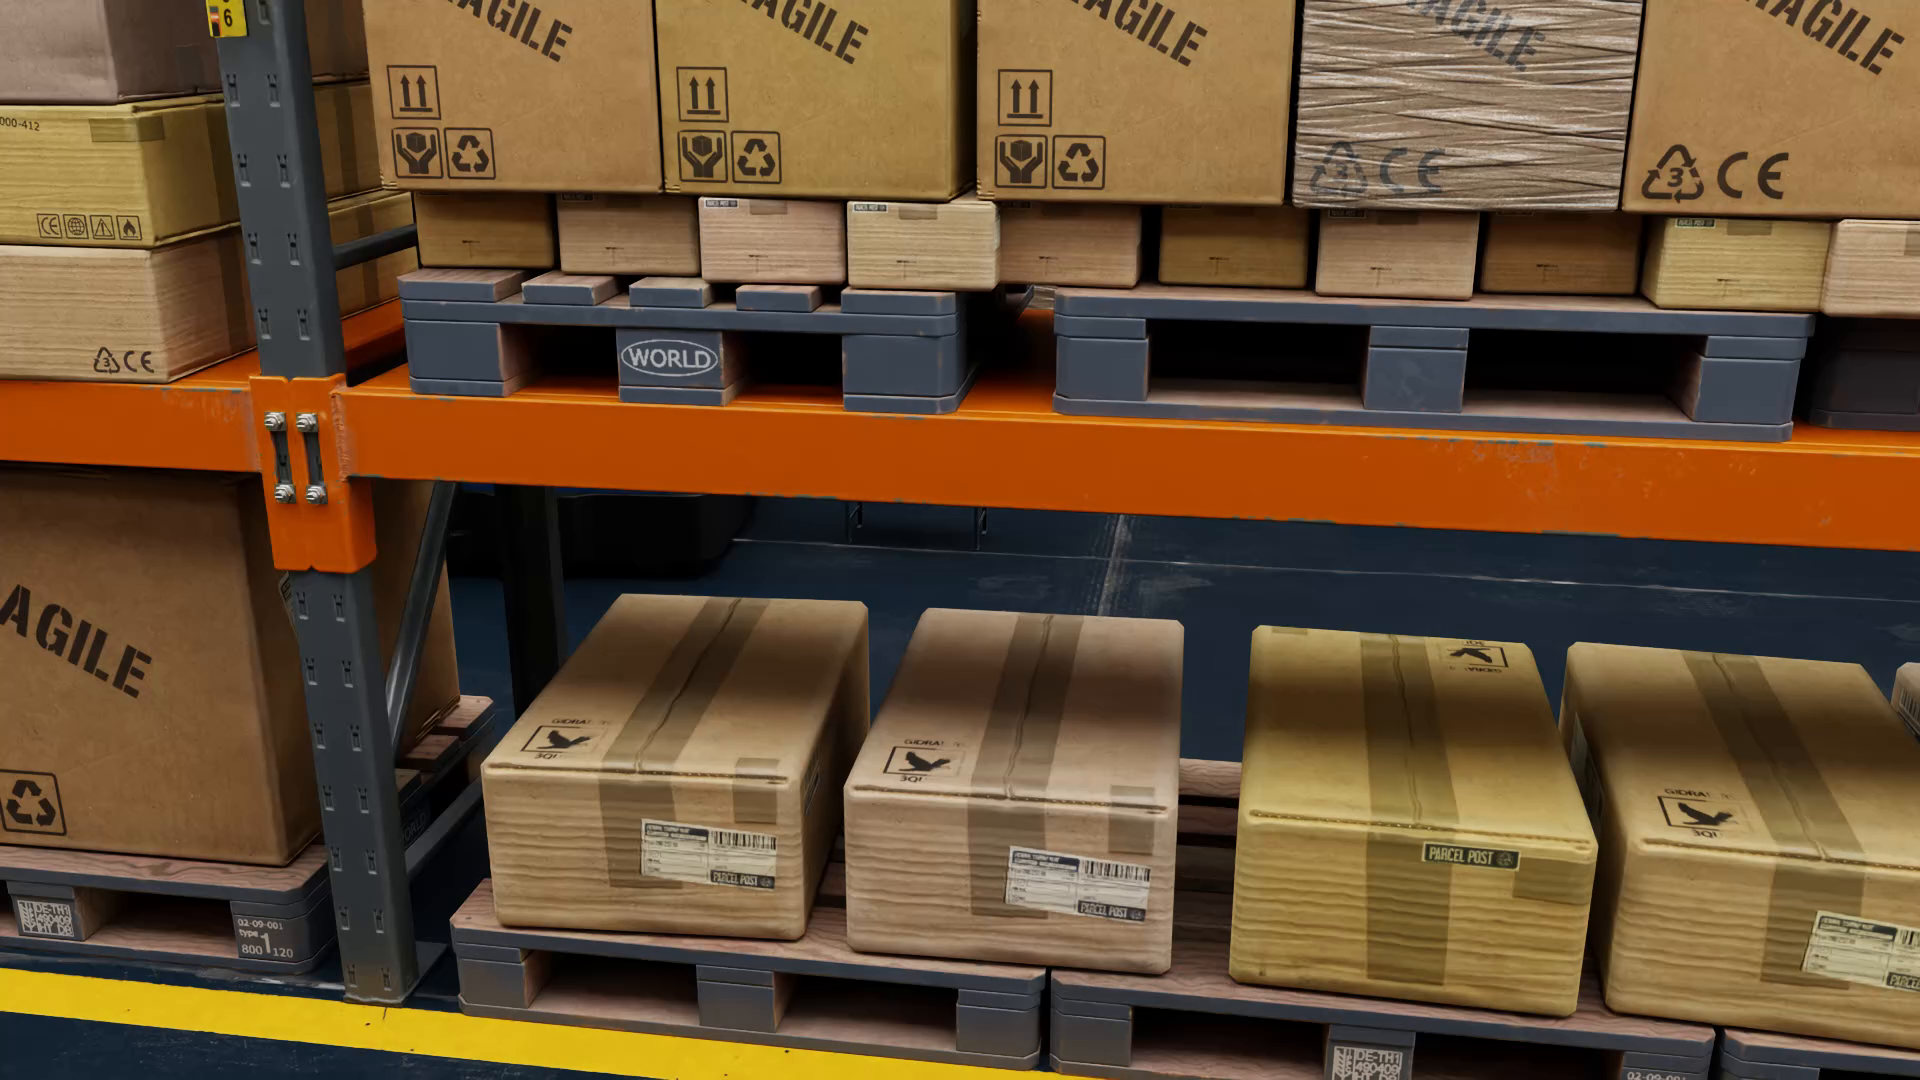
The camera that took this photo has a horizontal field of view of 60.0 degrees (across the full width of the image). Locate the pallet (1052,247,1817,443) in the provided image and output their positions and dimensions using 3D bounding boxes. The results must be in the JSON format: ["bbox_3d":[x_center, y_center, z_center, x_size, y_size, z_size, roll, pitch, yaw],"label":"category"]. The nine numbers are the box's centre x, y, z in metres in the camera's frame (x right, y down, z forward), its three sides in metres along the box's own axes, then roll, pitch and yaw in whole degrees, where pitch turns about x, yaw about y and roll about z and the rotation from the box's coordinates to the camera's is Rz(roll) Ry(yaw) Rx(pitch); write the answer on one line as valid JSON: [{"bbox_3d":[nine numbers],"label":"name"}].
[{"bbox_3d":[0.829,-0.440,3.193,1.213,0.211,1.003,3,19,9],"label":"pallet"}]

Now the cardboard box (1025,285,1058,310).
[{"bbox_3d":[0.265,-1.210,8.274,0.625,0.625,0.875,4,19,10],"label":"cardboard box"}]

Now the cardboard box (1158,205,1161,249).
[{"bbox_3d":[0.510,-0.689,3.368,0.250,0.149,0.380,3,19,9],"label":"cardboard box"}]

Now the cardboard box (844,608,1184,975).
[{"bbox_3d":[0.154,0.495,3.575,0.625,0.372,0.950,3,19,8],"label":"cardboard box"}]

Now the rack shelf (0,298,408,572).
[{"bbox_3d":[-3.107,-0.377,3.837,4.000,0.370,1.077,3,19,9],"label":"rack shelf"}]

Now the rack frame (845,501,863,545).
[{"bbox_3d":[-0.404,-0.590,6.174,0.015,1.200,0.240,3,19,9],"label":"rack frame"}]

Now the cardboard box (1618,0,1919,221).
[{"bbox_3d":[1.326,-0.808,2.702,0.500,0.500,0.500,4,19,11],"label":"cardboard box"}]

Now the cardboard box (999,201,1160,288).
[{"bbox_3d":[0.215,-0.562,2.990,0.250,0.149,0.380,4,19,12],"label":"cardboard box"}]

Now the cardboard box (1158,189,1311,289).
[{"bbox_3d":[0.500,-0.560,2.984,0.250,0.149,0.380,4,19,11],"label":"cardboard box"}]

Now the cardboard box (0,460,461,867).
[{"bbox_3d":[-1.801,0.130,3.874,0.875,0.875,0.875,3,19,8],"label":"cardboard box"}]

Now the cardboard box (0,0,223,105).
[{"bbox_3d":[-1.684,-1.083,3.080,0.500,0.500,0.500,2,19,7],"label":"cardboard box"}]

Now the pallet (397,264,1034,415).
[{"bbox_3d":[-0.412,-0.524,3.445,1.003,0.211,1.213,3,19,9],"label":"pallet"}]

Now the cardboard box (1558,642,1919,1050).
[{"bbox_3d":[1.589,0.570,3.352,0.625,0.372,0.950,4,19,12],"label":"cardboard box"}]

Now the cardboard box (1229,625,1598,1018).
[{"bbox_3d":[0.902,0.535,3.455,0.625,0.372,0.950,4,19,10],"label":"cardboard box"}]

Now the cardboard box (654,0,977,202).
[{"bbox_3d":[-0.209,-0.886,2.936,0.500,0.500,0.500,4,19,11],"label":"cardboard box"}]

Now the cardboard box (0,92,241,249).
[{"bbox_3d":[-1.651,-0.728,3.201,0.500,0.250,0.500,3,19,8],"label":"cardboard box"}]

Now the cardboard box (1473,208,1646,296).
[{"bbox_3d":[1.017,-0.537,2.915,0.250,0.149,0.380,2,19,7],"label":"cardboard box"}]

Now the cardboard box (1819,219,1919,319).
[{"bbox_3d":[1.496,-0.468,2.709,0.250,0.149,0.380,3,19,9],"label":"cardboard box"}]

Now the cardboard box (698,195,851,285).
[{"bbox_3d":[-0.304,-0.570,3.014,0.250,0.149,0.380,2,19,5],"label":"cardboard box"}]

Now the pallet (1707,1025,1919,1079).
[{"bbox_3d":[2.048,0.867,3.379,1.213,0.211,1.003,3,19,9],"label":"pallet"}]

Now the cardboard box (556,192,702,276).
[{"bbox_3d":[-0.567,-0.598,3.098,0.250,0.149,0.380,2,19,5],"label":"cardboard box"}]

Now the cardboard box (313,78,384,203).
[{"bbox_3d":[-1.593,-0.887,3.674,0.500,0.250,0.500,3,19,8],"label":"cardboard box"}]

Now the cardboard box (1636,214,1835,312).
[{"bbox_3d":[1.260,-0.492,2.779,0.250,0.149,0.380,3,19,9],"label":"cardboard box"}]

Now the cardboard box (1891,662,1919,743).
[{"bbox_3d":[2.299,0.605,3.247,0.625,0.372,0.950,3,19,9],"label":"cardboard box"}]

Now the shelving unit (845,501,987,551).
[{"bbox_3d":[-0.163,-0.577,6.138,0.503,1.200,0.258,3,19,9],"label":"shelving unit"}]

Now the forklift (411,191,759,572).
[{"bbox_3d":[-2.324,-1.445,6.003,3.031,2.935,1.130,1,19,4],"label":"forklift"}]

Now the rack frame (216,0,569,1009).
[{"bbox_3d":[-1.132,-0.618,3.422,0.127,3.000,1.000,3,19,9],"label":"rack frame"}]

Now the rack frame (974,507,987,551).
[{"bbox_3d":[0.077,-0.565,6.101,0.015,1.200,0.240,3,19,9],"label":"rack frame"}]

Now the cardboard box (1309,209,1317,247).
[{"bbox_3d":[0.771,-0.702,3.407,0.250,0.149,0.380,2,19,7],"label":"cardboard box"}]

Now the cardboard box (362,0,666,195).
[{"bbox_3d":[-0.725,-0.910,3.008,0.500,0.500,0.500,2,19,7],"label":"cardboard box"}]

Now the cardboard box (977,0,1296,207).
[{"bbox_3d":[0.316,-0.862,2.863,0.500,0.500,0.500,3,19,10],"label":"cardboard box"}]

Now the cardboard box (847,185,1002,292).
[{"bbox_3d":[-0.036,-0.550,2.953,0.250,0.149,0.380,3,19,9],"label":"cardboard box"}]

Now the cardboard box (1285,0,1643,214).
[{"bbox_3d":[0.809,-0.834,2.780,0.500,0.500,0.500,2,19,7],"label":"cardboard box"}]

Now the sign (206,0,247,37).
[{"bbox_3d":[-1.217,-0.993,2.718,0.005,0.325,0.100,3,19,9],"label":"sign"}]

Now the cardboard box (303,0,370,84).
[{"bbox_3d":[-1.580,-1.241,3.551,0.500,0.500,0.500,2,19,7],"label":"cardboard box"}]

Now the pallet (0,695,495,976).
[{"bbox_3d":[-1.899,0.641,4.054,1.213,0.211,1.003,3,19,9],"label":"pallet"}]

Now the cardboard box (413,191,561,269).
[{"bbox_3d":[-0.841,-0.623,3.172,0.250,0.149,0.380,2,19,5],"label":"cardboard box"}]

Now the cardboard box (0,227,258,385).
[{"bbox_3d":[-1.673,-0.491,3.279,0.500,0.250,0.500,2,19,7],"label":"cardboard box"}]

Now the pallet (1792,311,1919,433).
[{"bbox_3d":[2.086,-0.409,3.102,1.213,0.211,1.003,3,19,9],"label":"pallet"}]

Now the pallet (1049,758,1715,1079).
[{"bbox_3d":[0.840,0.807,3.560,1.213,0.211,1.003,3,19,9],"label":"pallet"}]

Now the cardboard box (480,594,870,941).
[{"bbox_3d":[-0.576,0.461,3.678,0.625,0.372,0.950,2,19,5],"label":"cardboard box"}]

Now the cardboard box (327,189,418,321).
[{"bbox_3d":[-1.575,-0.650,3.755,0.500,0.250,0.500,3,19,8],"label":"cardboard box"}]

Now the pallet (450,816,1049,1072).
[{"bbox_3d":[-0.361,0.744,3.746,1.213,0.211,1.003,3,19,9],"label":"pallet"}]

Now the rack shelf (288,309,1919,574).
[{"bbox_3d":[0.843,-0.176,3.235,4.000,0.370,1.077,3,19,9],"label":"rack shelf"}]

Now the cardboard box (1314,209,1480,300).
[{"bbox_3d":[0.747,-0.527,2.884,0.250,0.149,0.380,4,19,10],"label":"cardboard box"}]
